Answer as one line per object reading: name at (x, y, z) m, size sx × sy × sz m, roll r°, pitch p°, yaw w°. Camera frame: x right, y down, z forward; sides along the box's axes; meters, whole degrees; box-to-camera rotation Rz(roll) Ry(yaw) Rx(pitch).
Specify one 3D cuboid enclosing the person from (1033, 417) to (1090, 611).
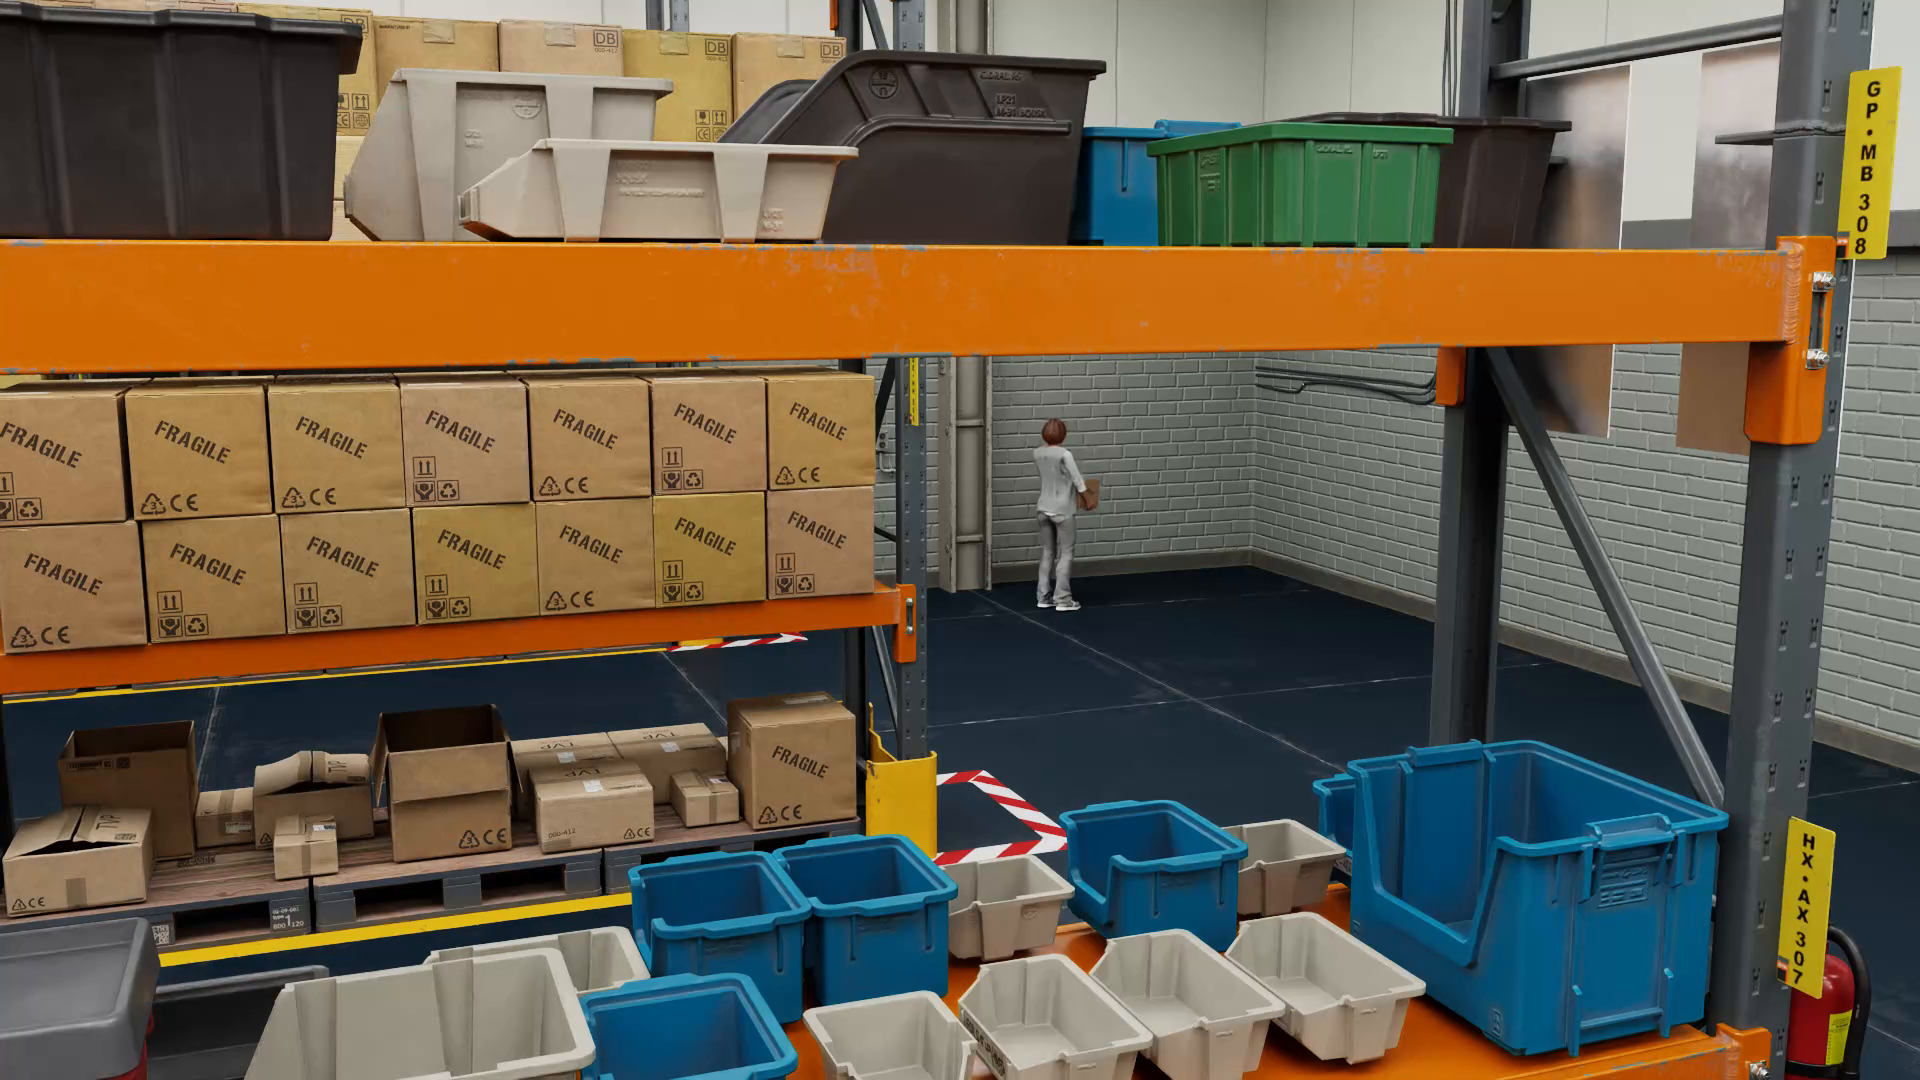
person at (0.839, -0.225, 13.773) m, size 0.440 × 1.602 × 0.461 m, roll 8°, pitch 12°, yaw 42°
